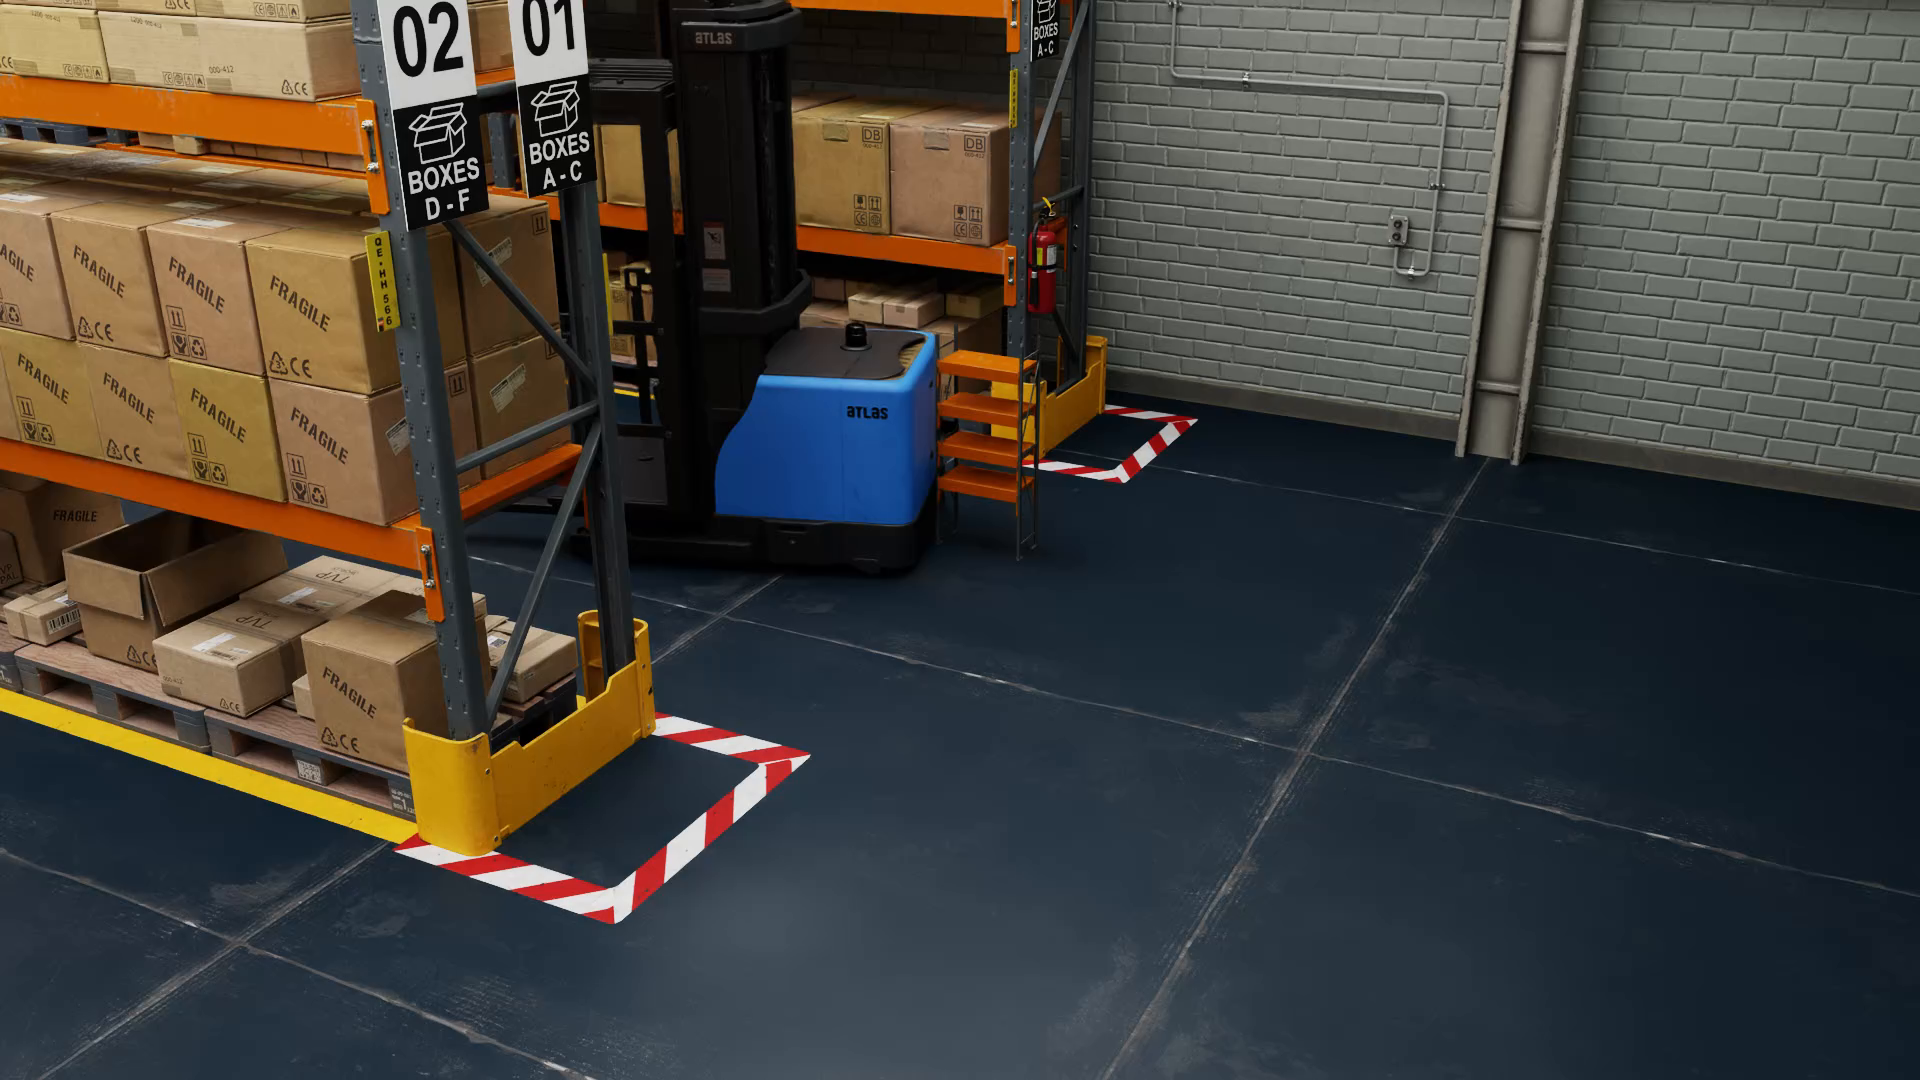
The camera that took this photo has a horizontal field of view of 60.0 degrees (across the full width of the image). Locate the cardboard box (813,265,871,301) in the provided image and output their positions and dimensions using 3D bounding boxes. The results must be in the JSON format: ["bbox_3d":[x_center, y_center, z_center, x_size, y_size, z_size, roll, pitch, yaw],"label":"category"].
[{"bbox_3d":[-0.801,-1.762,11.390,0.250,0.149,0.380,12,26,25],"label":"cardboard box"}]

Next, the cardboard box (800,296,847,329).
[{"bbox_3d":[-0.995,-1.415,11.401,0.500,0.500,0.700,10,25,23],"label":"cardboard box"}]

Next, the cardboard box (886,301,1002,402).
[{"bbox_3d":[-0.100,-1.238,10.985,0.500,0.500,0.700,11,25,25],"label":"cardboard box"}]

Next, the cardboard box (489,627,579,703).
[{"bbox_3d":[-1.880,0.540,7.228,0.250,0.149,0.380,11,25,25],"label":"cardboard box"}]

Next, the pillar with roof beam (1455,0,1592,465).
[{"bbox_3d":[1.428,-3.189,5.249,0.400,9.000,9.100,11,25,25],"label":"pillar with roof beam"}]

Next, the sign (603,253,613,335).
[{"bbox_3d":[-1.417,-0.963,6.576,0.005,0.325,0.100,11,25,25],"label":"sign"}]

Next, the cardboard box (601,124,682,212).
[{"bbox_3d":[-1.874,-2.718,11.426,0.700,0.700,0.980,11,25,23],"label":"cardboard box"}]

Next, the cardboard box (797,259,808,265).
[{"bbox_3d":[-1.256,-1.852,11.601,0.250,0.149,0.380,11,25,24],"label":"cardboard box"}]

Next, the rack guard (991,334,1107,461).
[{"bbox_3d":[0.592,-0.952,10.849,0.348,0.500,1.175,11,25,25],"label":"rack guard"}]

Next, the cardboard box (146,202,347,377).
[{"bbox_3d":[-2.634,-0.953,6.253,0.500,0.500,0.500,12,26,26],"label":"cardboard box"}]

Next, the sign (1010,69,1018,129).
[{"bbox_3d":[0.313,-2.561,9.657,0.005,0.325,0.100,11,25,25],"label":"sign"}]

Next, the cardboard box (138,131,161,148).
[{"bbox_3d":[-6.380,-3.273,13.410,0.250,0.149,0.380,11,25,24],"label":"cardboard box"}]

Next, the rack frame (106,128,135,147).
[{"bbox_3d":[-6.569,-3.519,13.691,0.127,3.000,1.000,11,25,25],"label":"rack frame"}]

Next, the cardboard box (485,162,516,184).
[{"bbox_3d":[-3.429,-2.667,11.984,0.250,0.149,0.380,11,26,25],"label":"cardboard box"}]

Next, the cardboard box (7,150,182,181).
[{"bbox_3d":[-3.755,-1.410,7.328,0.500,0.500,0.500,11,26,25],"label":"cardboard box"}]

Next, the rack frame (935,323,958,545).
[{"bbox_3d":[-0.070,-0.566,9.048,0.015,1.200,0.240,11,25,25],"label":"rack frame"}]

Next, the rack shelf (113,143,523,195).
[{"bbox_3d":[-4.784,-2.835,13.002,4.000,0.370,1.077,11,25,25],"label":"rack shelf"}]

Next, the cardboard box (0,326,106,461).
[{"bbox_3d":[-3.541,-0.675,6.876,0.500,0.500,0.500,11,25,24],"label":"cardboard box"}]

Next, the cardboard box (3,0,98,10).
[{"bbox_3d":[-3.126,-2.096,6.066,0.500,0.250,0.500,11,25,25],"label":"cardboard box"}]

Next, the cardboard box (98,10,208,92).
[{"bbox_3d":[-2.680,-1.777,5.956,0.500,0.250,0.500,11,25,25],"label":"cardboard box"}]

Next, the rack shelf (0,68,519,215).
[{"bbox_3d":[-3.446,-1.778,6.684,4.000,0.370,1.077,11,25,25],"label":"rack shelf"}]

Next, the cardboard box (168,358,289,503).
[{"bbox_3d":[-2.649,-0.496,6.455,0.500,0.500,0.500,11,26,25],"label":"cardboard box"}]

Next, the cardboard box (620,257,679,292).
[{"bbox_3d":[-2.155,-1.862,11.624,0.250,0.149,0.380,12,26,26],"label":"cardboard box"}]

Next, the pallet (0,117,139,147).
[{"bbox_3d":[-7.253,-3.519,13.937,1.003,0.211,1.213,11,25,25],"label":"pallet"}]

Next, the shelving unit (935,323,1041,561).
[{"bbox_3d":[0.148,-0.523,8.946,0.503,1.200,0.258,11,25,25],"label":"shelving unit"}]

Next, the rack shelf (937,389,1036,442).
[{"bbox_3d":[0.148,-0.667,8.885,0.480,0.148,0.258,11,25,25],"label":"rack shelf"}]

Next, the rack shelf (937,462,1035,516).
[{"bbox_3d":[0.148,-0.278,9.050,0.480,0.148,0.258,11,25,25],"label":"rack shelf"}]

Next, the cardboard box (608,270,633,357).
[{"bbox_3d":[-2.378,-1.688,12.043,0.500,0.500,0.700,12,26,25],"label":"cardboard box"}]

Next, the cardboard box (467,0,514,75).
[{"bbox_3d":[-2.005,-1.866,6.164,0.500,0.250,0.500,11,25,25],"label":"cardboard box"}]

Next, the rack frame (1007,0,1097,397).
[{"bbox_3d":[0.570,-2.106,10.370,0.127,3.000,1.000,11,25,25],"label":"rack frame"}]

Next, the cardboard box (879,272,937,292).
[{"bbox_3d":[-0.350,-1.673,11.180,0.250,0.149,0.380,11,26,25],"label":"cardboard box"}]

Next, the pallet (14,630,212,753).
[{"bbox_3d":[-3.526,0.538,7.715,1.213,0.211,1.003,11,25,25],"label":"pallet"}]

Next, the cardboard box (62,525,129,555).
[{"bbox_3d":[-4.233,0.075,8.323,0.250,0.149,0.380,11,25,25],"label":"cardboard box"}]

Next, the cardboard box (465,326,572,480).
[{"bbox_3d":[-1.939,-0.592,6.681,0.500,0.500,0.500,12,26,26],"label":"cardboard box"}]

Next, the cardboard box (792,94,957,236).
[{"bbox_3d":[-0.544,-2.455,10.807,0.700,0.700,0.980,11,25,24],"label":"cardboard box"}]

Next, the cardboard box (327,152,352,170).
[{"bbox_3d":[-4.543,-2.907,12.547,0.250,0.149,0.380,10,25,23],"label":"cardboard box"}]

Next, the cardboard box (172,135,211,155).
[{"bbox_3d":[-5.960,-3.149,13.118,0.250,0.149,0.380,12,26,26],"label":"cardboard box"}]

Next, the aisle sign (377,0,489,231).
[{"bbox_3d":[-1.739,-1.453,5.511,0.004,0.787,0.394,11,25,25],"label":"aisle sign"}]

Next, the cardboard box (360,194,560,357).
[{"bbox_3d":[-1.939,-1.052,6.485,0.500,0.500,0.500,12,26,26],"label":"cardboard box"}]

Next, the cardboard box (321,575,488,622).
[{"bbox_3d":[-2.465,0.404,7.418,0.500,0.250,0.500,11,25,25],"label":"cardboard box"}]

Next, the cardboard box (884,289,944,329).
[{"bbox_3d":[-0.296,-1.495,10.762,0.250,0.149,0.380,11,25,24],"label":"cardboard box"}]

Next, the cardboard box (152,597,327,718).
[{"bbox_3d":[-3.092,0.499,7.194,0.500,0.250,0.500,11,25,25],"label":"cardboard box"}]

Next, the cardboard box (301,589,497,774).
[{"bbox_3d":[-2.258,0.562,6.726,0.500,0.500,0.500,11,25,25],"label":"cardboard box"}]

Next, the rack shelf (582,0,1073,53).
[{"bbox_3d":[-1.215,-3.509,10.754,4.000,0.370,1.077,11,25,25],"label":"rack shelf"}]

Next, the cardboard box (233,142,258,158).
[{"bbox_3d":[-5.444,-3.105,13.014,0.250,0.149,0.380,12,26,26],"label":"cardboard box"}]

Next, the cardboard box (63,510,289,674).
[{"bbox_3d":[-3.552,0.195,7.587,0.637,0.503,0.797,11,25,25],"label":"cardboard box"}]

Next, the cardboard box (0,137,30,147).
[{"bbox_3d":[-4.663,-1.589,7.748,0.500,0.500,0.500,11,26,25],"label":"cardboard box"}]

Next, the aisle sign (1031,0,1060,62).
[{"bbox_3d":[0.499,-3.185,9.585,0.004,0.787,0.394,11,25,25],"label":"aisle sign"}]

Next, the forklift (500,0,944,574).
[{"bbox_3d":[-1.653,-1.425,8.856,3.031,2.935,1.130,4,23,8],"label":"forklift"}]

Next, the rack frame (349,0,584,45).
[{"bbox_3d":[-1.662,-3.136,5.126,0.127,3.000,1.000,11,25,25],"label":"rack frame"}]

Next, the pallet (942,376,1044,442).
[{"bbox_3d":[-0.179,-0.937,11.183,1.213,0.211,1.003,11,25,25],"label":"pallet"}]

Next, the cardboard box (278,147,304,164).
[{"bbox_3d":[-5.006,-3.006,12.782,0.250,0.149,0.380,11,26,25],"label":"cardboard box"}]

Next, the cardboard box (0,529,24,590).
[{"bbox_3d":[-4.954,0.103,8.049,0.500,0.311,0.500,11,25,25],"label":"cardboard box"}]

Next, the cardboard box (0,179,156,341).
[{"bbox_3d":[-3.557,-1.134,6.677,0.500,0.500,0.500,12,26,26],"label":"cardboard box"}]

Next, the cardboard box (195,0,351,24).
[{"bbox_3d":[-2.235,-1.918,5.648,0.500,0.250,0.500,11,25,25],"label":"cardboard box"}]

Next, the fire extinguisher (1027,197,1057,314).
[{"bbox_3d":[0.497,-1.711,10.016,0.183,0.674,0.296,11,25,25],"label":"fire extinguisher"}]

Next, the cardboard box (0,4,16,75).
[{"bbox_3d":[-3.571,-1.955,6.373,0.500,0.250,0.500,11,25,25],"label":"cardboard box"}]

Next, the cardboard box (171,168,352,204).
[{"bbox_3d":[-2.853,-1.232,6.908,0.500,0.500,0.500,12,26,25],"label":"cardboard box"}]
